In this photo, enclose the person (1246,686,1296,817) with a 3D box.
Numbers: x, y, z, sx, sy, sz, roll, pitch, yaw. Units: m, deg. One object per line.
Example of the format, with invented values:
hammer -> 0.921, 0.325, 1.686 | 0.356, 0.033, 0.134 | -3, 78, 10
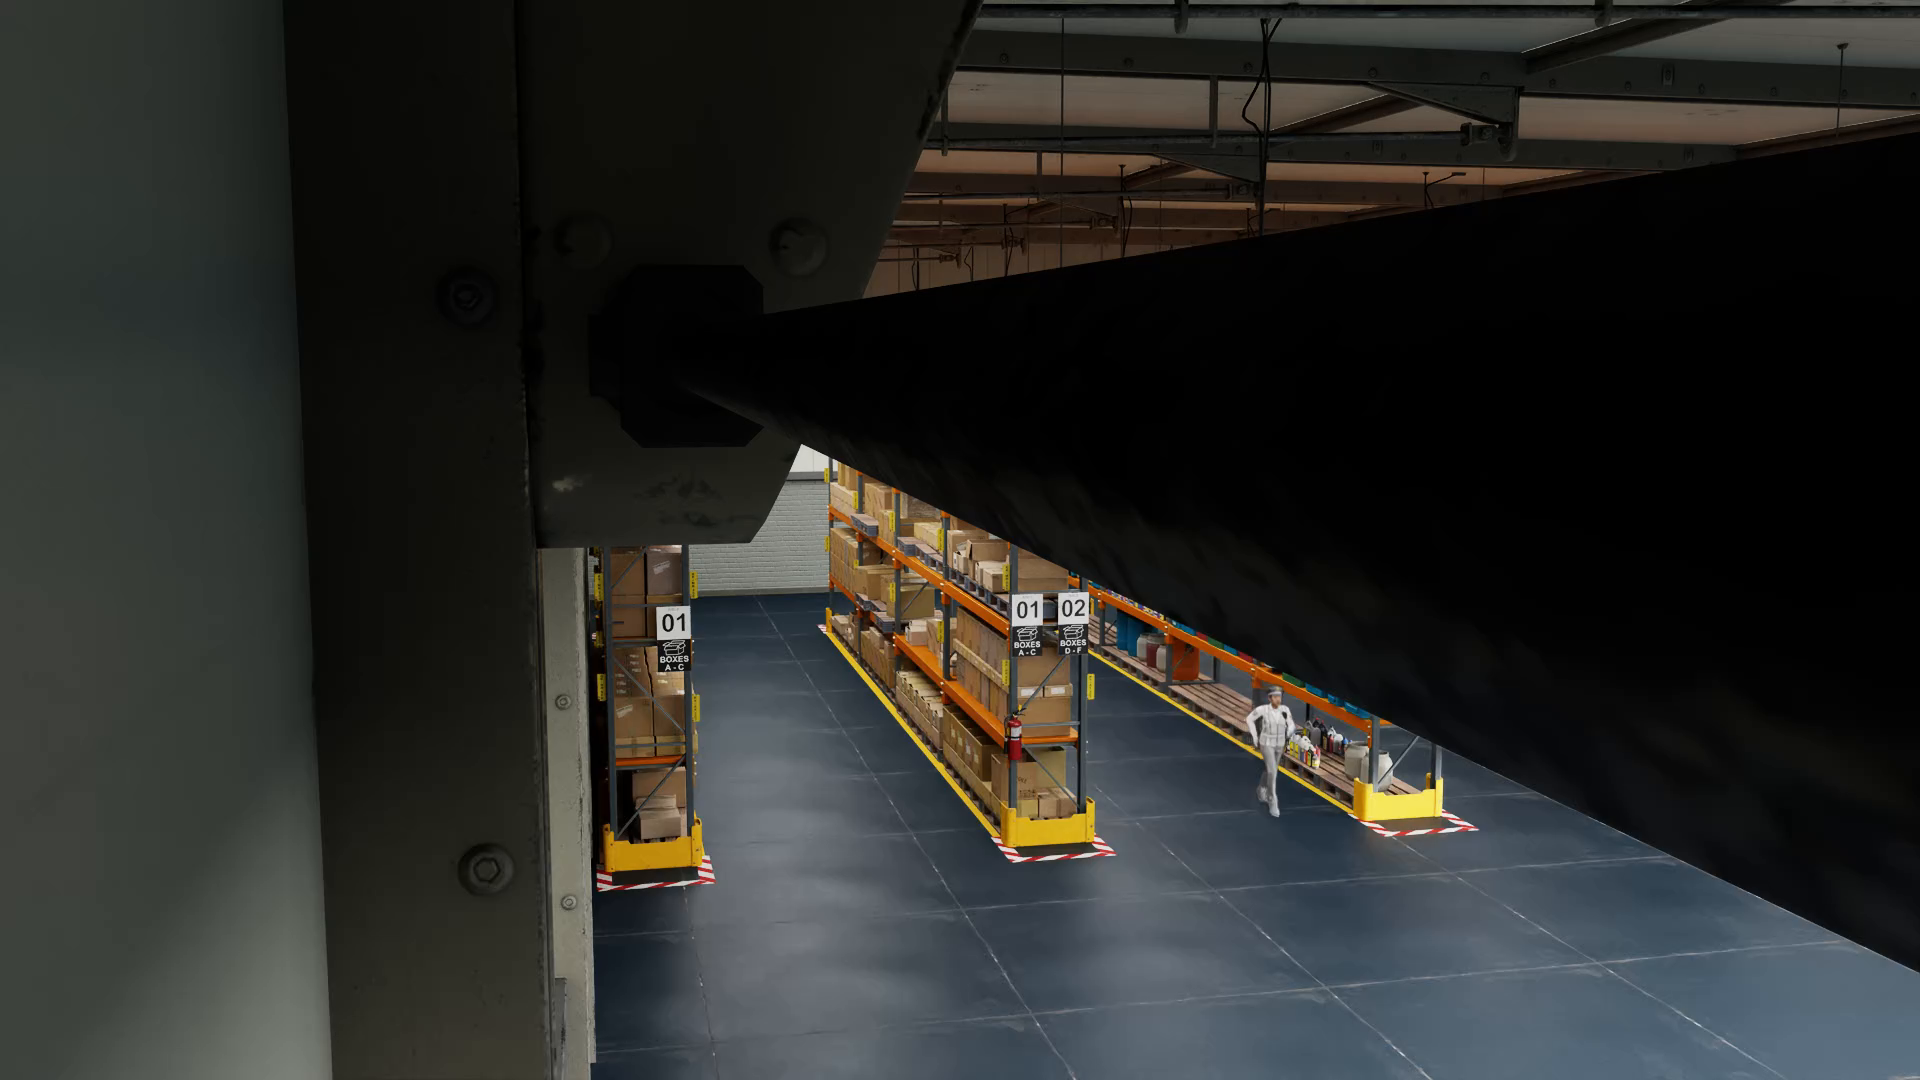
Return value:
person -> 4.245, 2.809, 22.559 | 0.595, 1.720, 0.800 | -2, 7, -18
